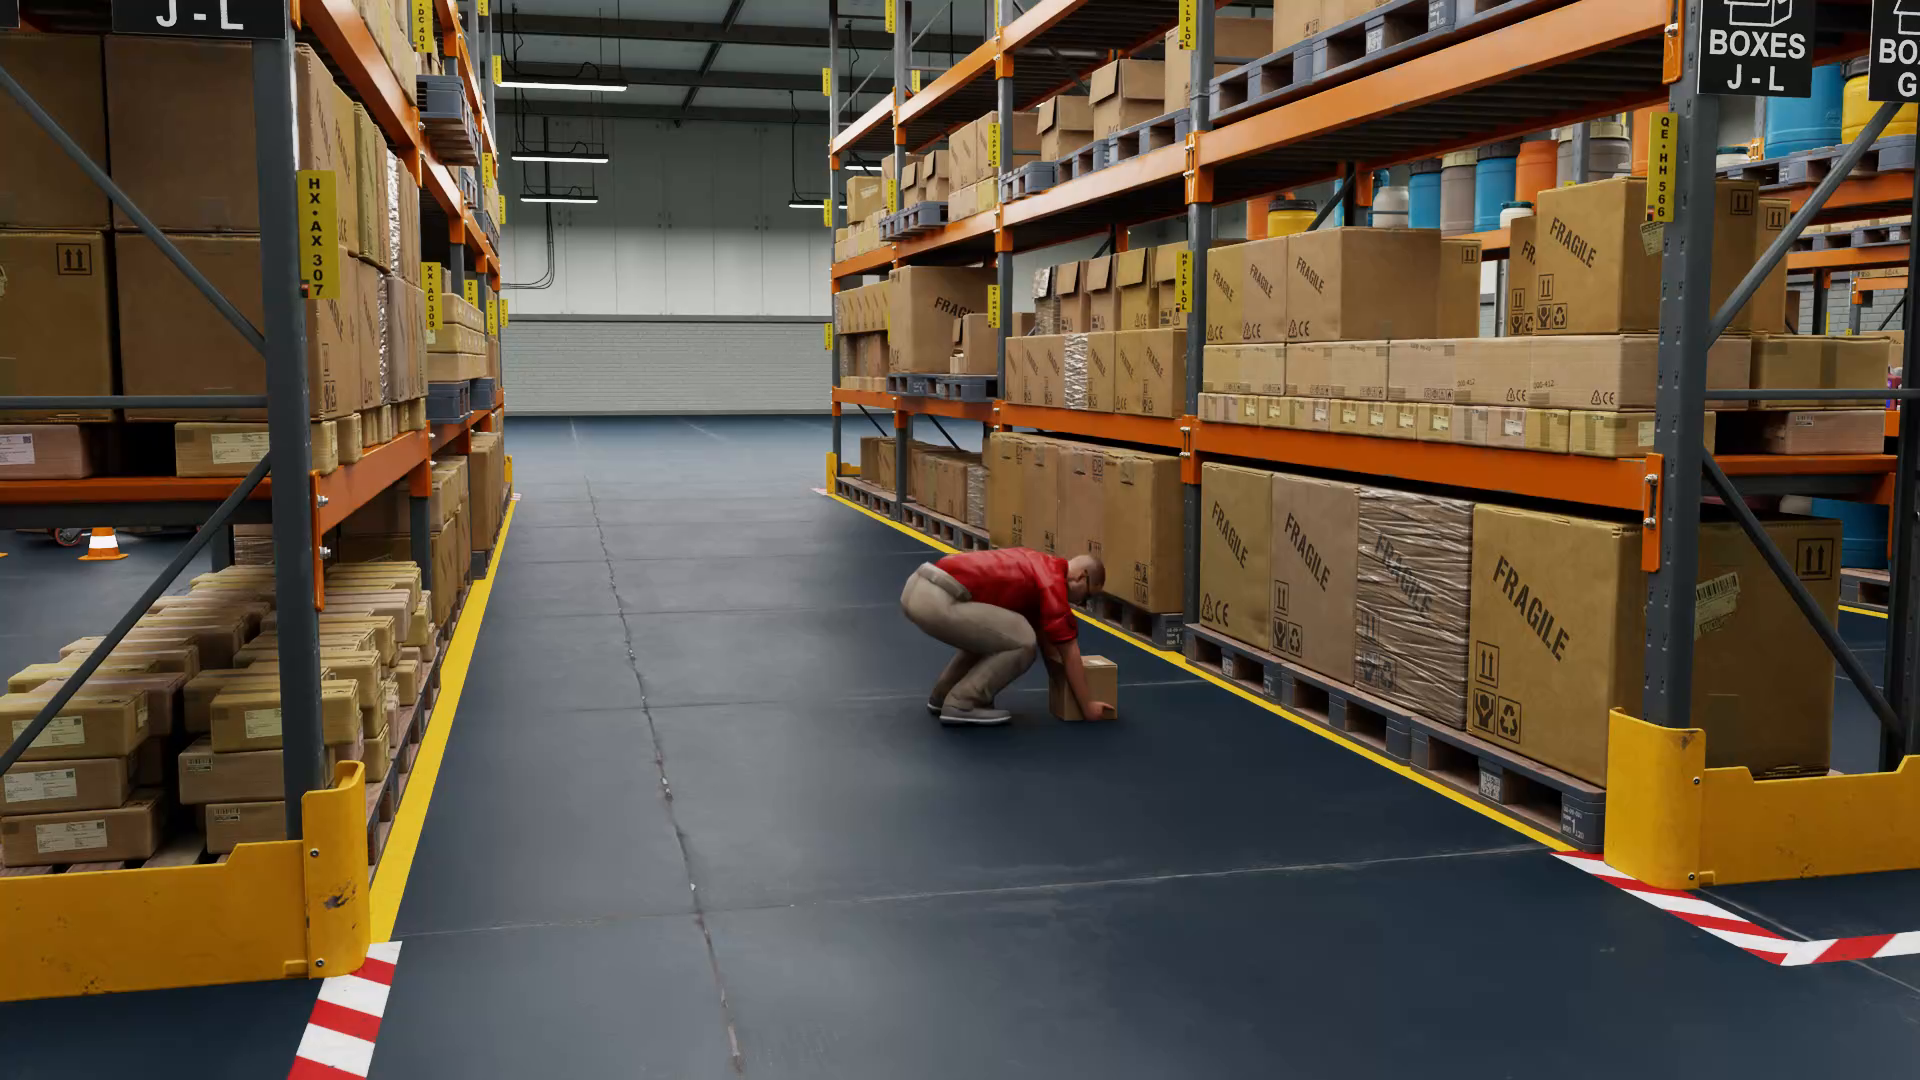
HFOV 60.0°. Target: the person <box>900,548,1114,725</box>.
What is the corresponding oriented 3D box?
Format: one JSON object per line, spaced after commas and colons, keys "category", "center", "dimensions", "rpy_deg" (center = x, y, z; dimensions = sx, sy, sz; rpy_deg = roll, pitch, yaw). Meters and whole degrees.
{"category": "person", "center": [0.205, 0.433, 7.585], "dimensions": [0.951, 0.790, 0.531], "rpy_deg": [-2, 6, -15]}
